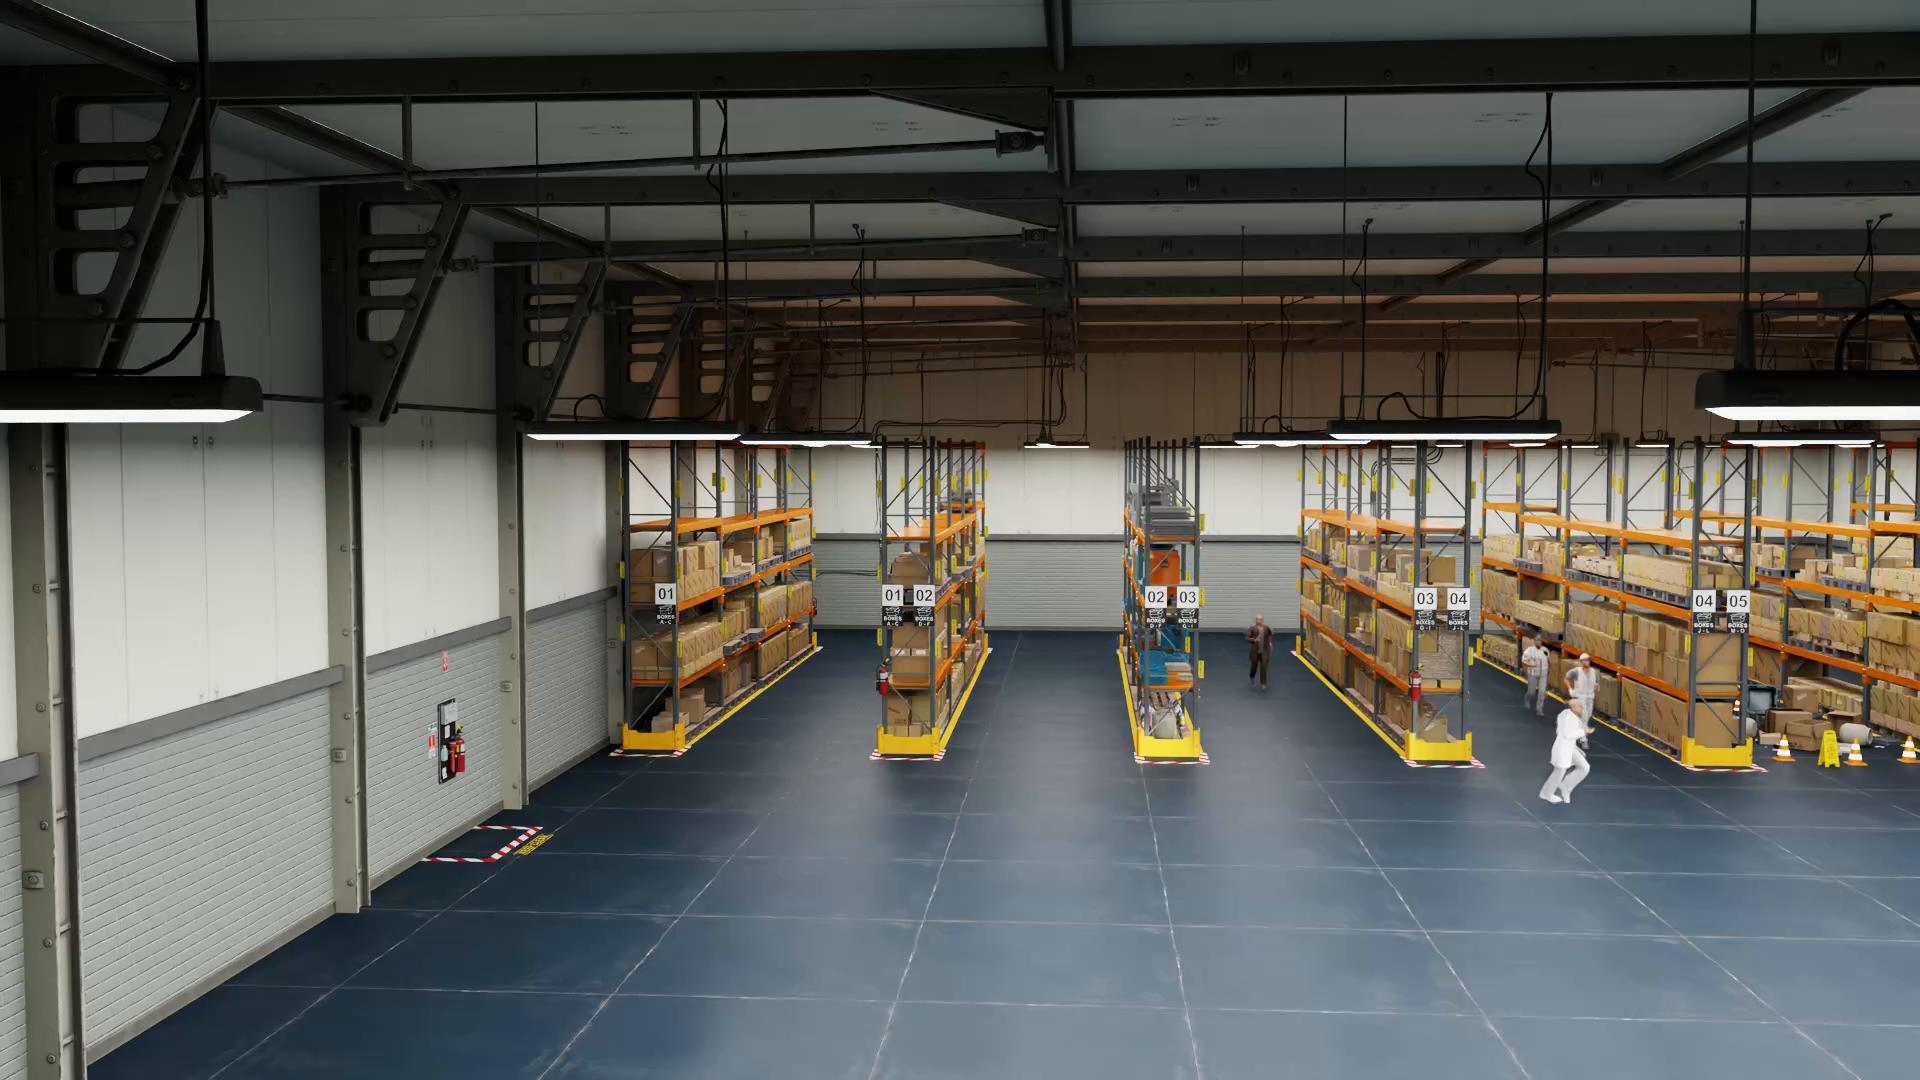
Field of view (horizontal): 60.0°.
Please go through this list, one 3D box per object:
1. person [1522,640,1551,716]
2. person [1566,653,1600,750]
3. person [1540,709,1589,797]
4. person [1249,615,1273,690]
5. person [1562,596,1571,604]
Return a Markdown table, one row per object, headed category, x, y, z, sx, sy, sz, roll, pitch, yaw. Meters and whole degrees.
| category | x | y | z | sx | sy | sz | roll | pitch | yaw |
| --- | --- | --- | --- | --- | --- | --- | --- | --- | --- |
| person | 12.533 | 2.938 | 36.152 | 0.670 | 1.691 | 0.796 | 0 | 3 | 0 |
| person | 12.094 | 3.112 | 32.197 | 0.611 | 1.845 | 0.726 | -1 | 3 | -10 |
| person | 9.754 | 3.448 | 26.840 | 0.756 | 1.445 | 0.673 | 3 | 4 | 41 |
| person | 7.198 | 2.678 | 39.969 | 0.678 | 1.753 | 1.053 | 0 | 3 | -1 |
| person | 17.288 | 2.381 | 47.428 | 0.621 | 1.628 | 0.588 | 0 | 3 | 9 |
